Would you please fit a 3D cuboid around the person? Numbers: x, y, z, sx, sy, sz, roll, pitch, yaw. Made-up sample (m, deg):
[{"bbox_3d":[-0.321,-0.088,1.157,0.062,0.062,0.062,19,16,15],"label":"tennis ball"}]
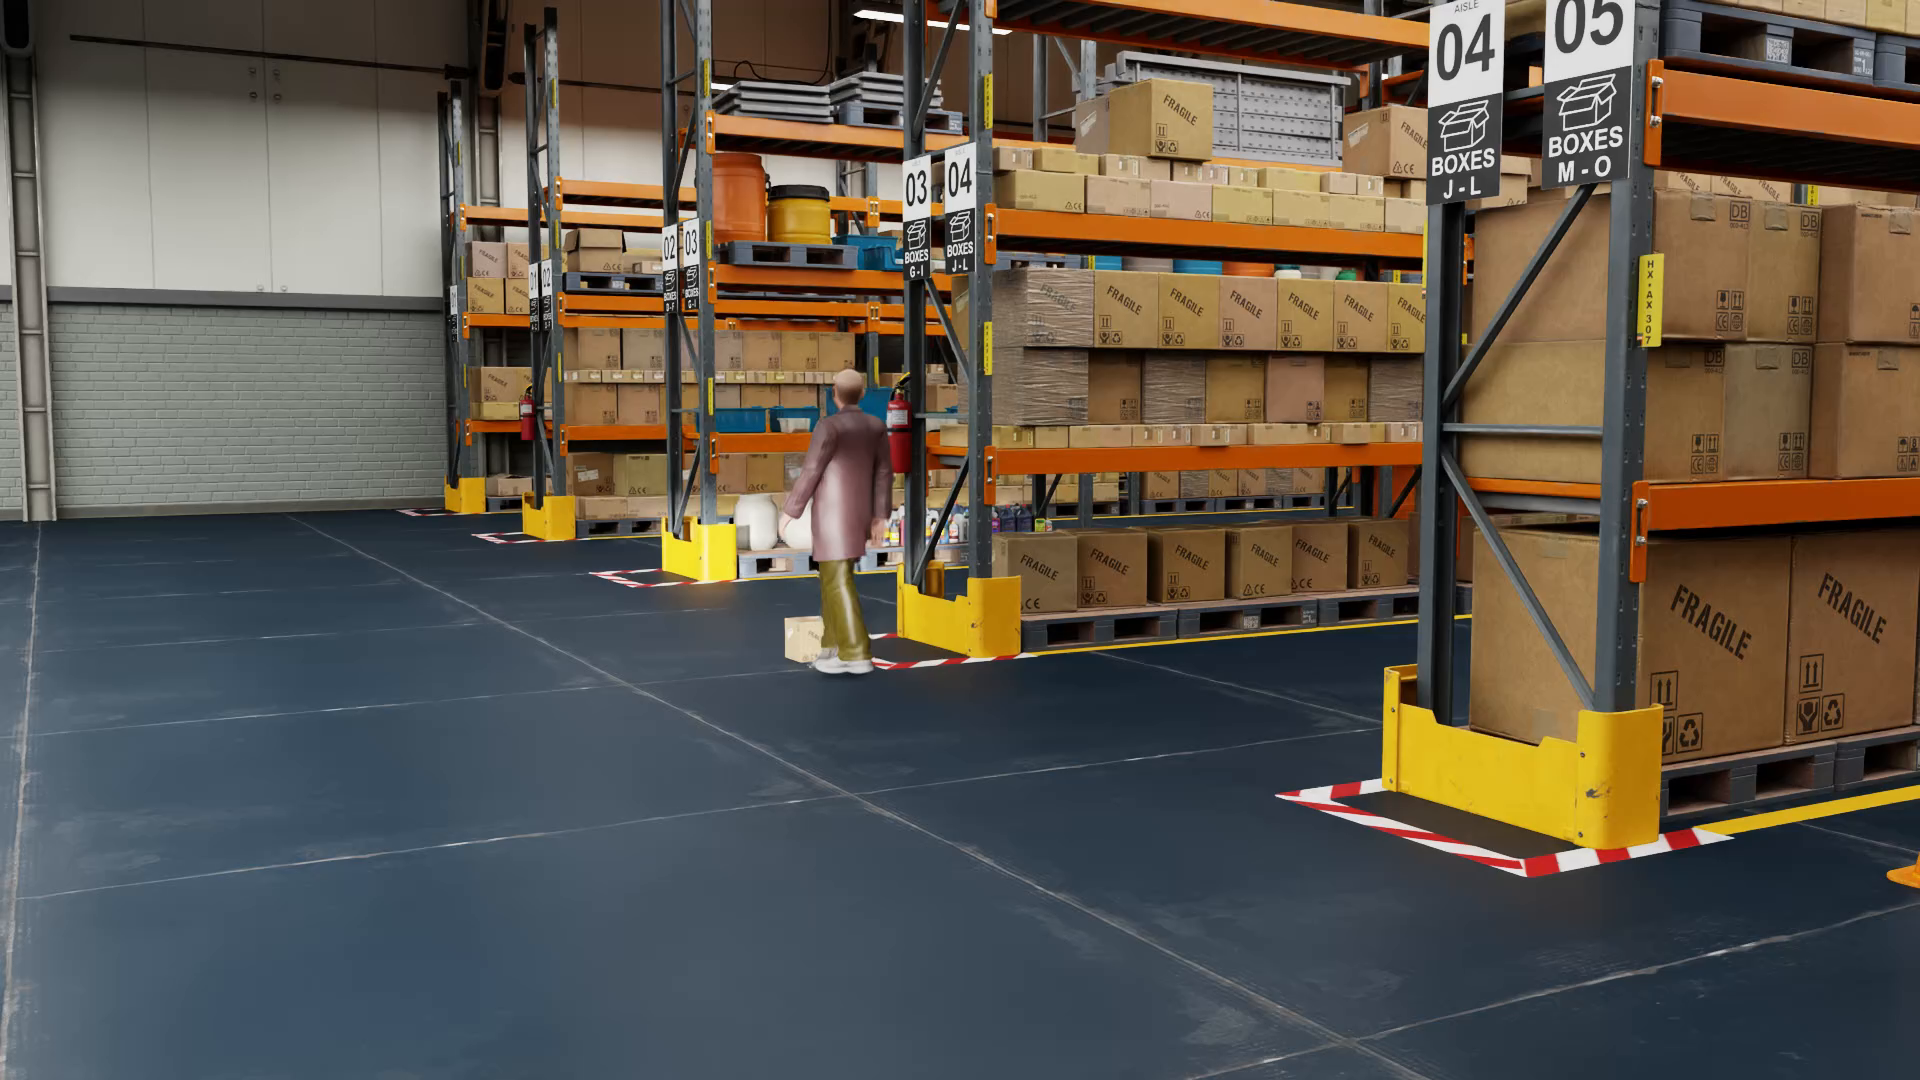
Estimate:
[{"bbox_3d":[-0.793,-0.098,9.812,0.812,1.792,0.601,4,6,39],"label":"person"}]
